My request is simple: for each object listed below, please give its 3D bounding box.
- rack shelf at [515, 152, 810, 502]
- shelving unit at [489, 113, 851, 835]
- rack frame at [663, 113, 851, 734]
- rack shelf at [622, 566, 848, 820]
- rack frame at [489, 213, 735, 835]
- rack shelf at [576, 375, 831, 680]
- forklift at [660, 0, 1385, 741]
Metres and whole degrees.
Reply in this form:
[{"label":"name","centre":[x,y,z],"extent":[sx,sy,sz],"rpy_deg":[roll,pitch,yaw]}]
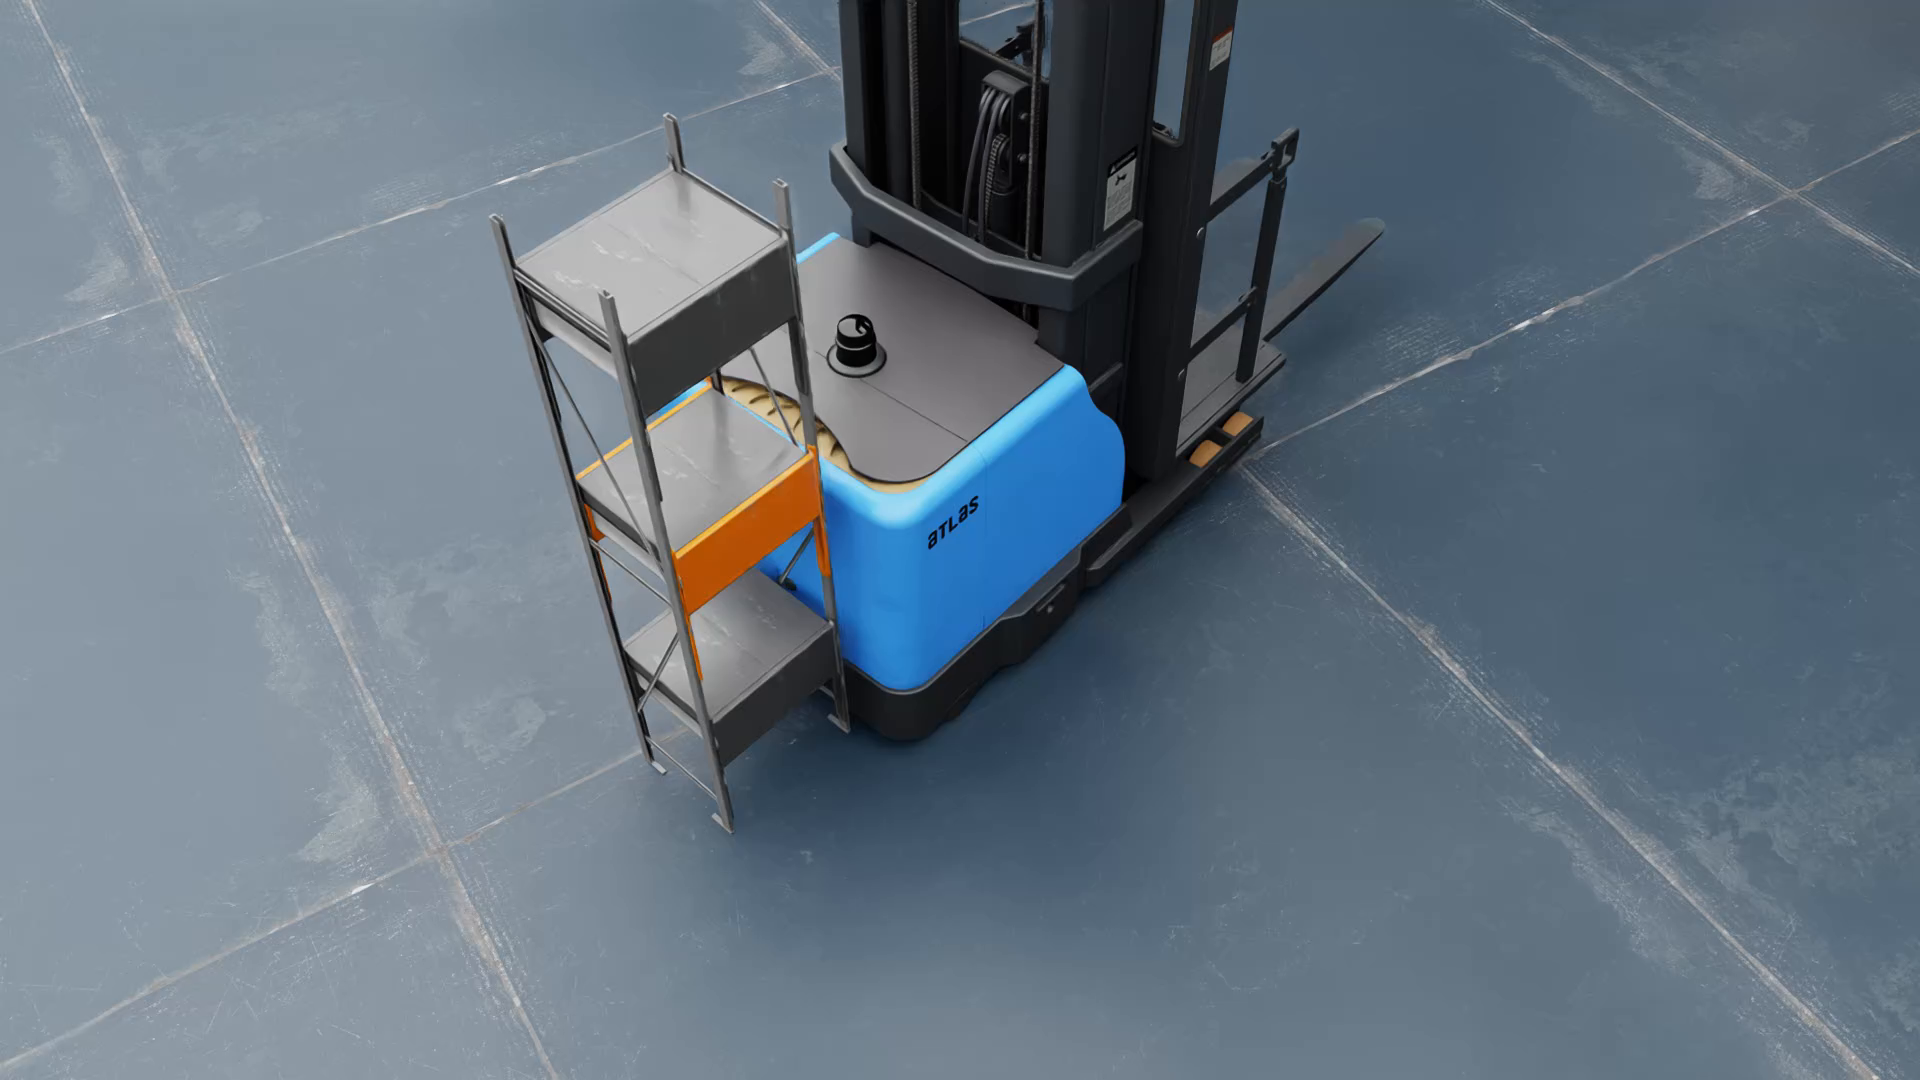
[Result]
[{"label":"rack shelf","centre":[-0.685,-0.495,3.859],"extent":[0.431,0.518,0.480],"rpy_deg":[35,58,27]},{"label":"shelving unit","centre":[-0.675,-0.047,4.378],"extent":[0.431,2.100,0.503],"rpy_deg":[35,58,27]},{"label":"rack frame","centre":[-0.509,-0.184,4.494],"extent":[0.400,2.100,0.015],"rpy_deg":[35,58,27]},{"label":"rack shelf","centre":[-0.664,0.419,4.919],"extent":[0.431,0.518,0.480],"rpy_deg":[35,58,27]},{"label":"rack frame","centre":[-0.840,0.090,4.263],"extent":[0.400,2.100,0.015],"rpy_deg":[35,58,27]},{"label":"rack shelf","centre":[-0.674,-0.038,4.389],"extent":[0.431,0.518,0.480],"rpy_deg":[35,58,27]},{"label":"forklift","centre":[0.438,-1.388,5.023],"extent":[1.130,2.935,3.031],"rpy_deg":[33,56,26]}]
